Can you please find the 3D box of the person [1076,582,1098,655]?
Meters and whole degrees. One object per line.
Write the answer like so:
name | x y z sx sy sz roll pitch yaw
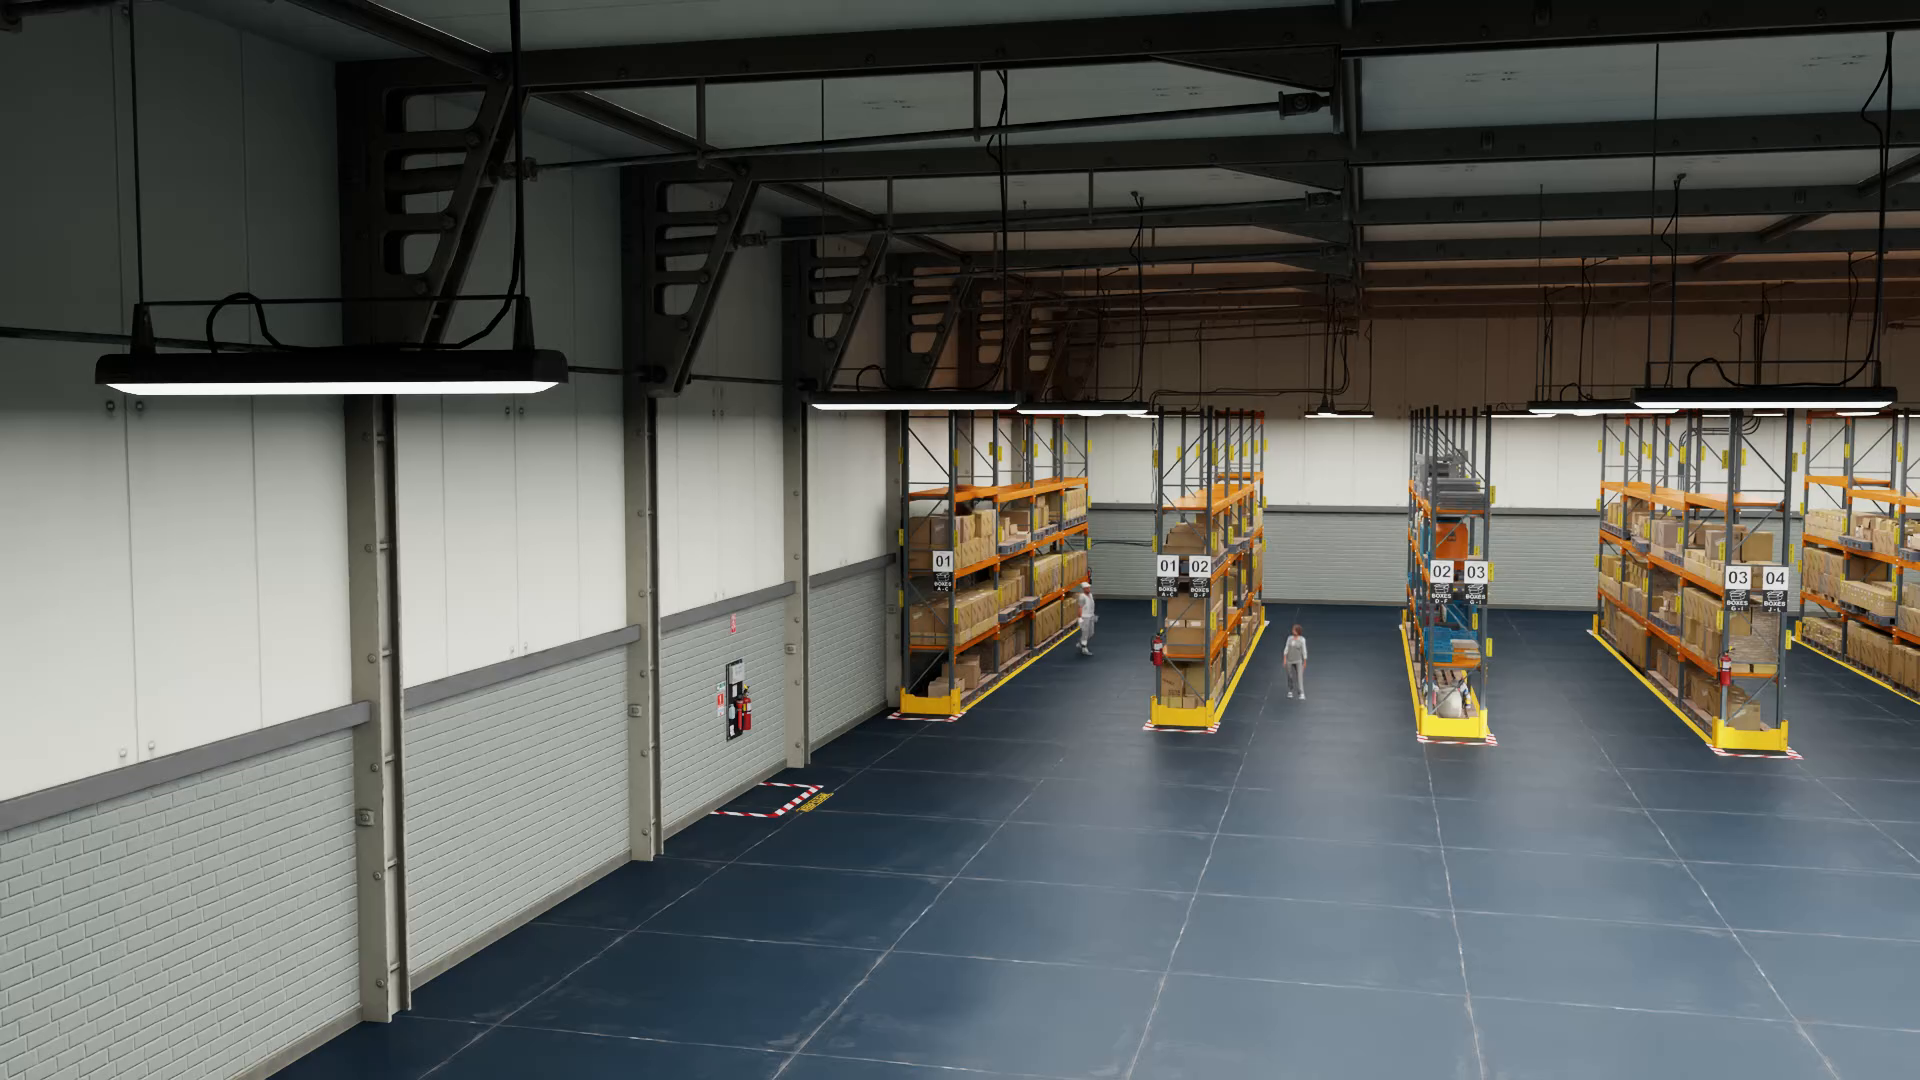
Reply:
person | 3.060 1.912 40.706 0.511 1.792 0.629 3 5 36

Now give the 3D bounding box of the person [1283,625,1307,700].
person | 6.828 2.497 33.882 0.475 1.538 0.999 1 4 10
